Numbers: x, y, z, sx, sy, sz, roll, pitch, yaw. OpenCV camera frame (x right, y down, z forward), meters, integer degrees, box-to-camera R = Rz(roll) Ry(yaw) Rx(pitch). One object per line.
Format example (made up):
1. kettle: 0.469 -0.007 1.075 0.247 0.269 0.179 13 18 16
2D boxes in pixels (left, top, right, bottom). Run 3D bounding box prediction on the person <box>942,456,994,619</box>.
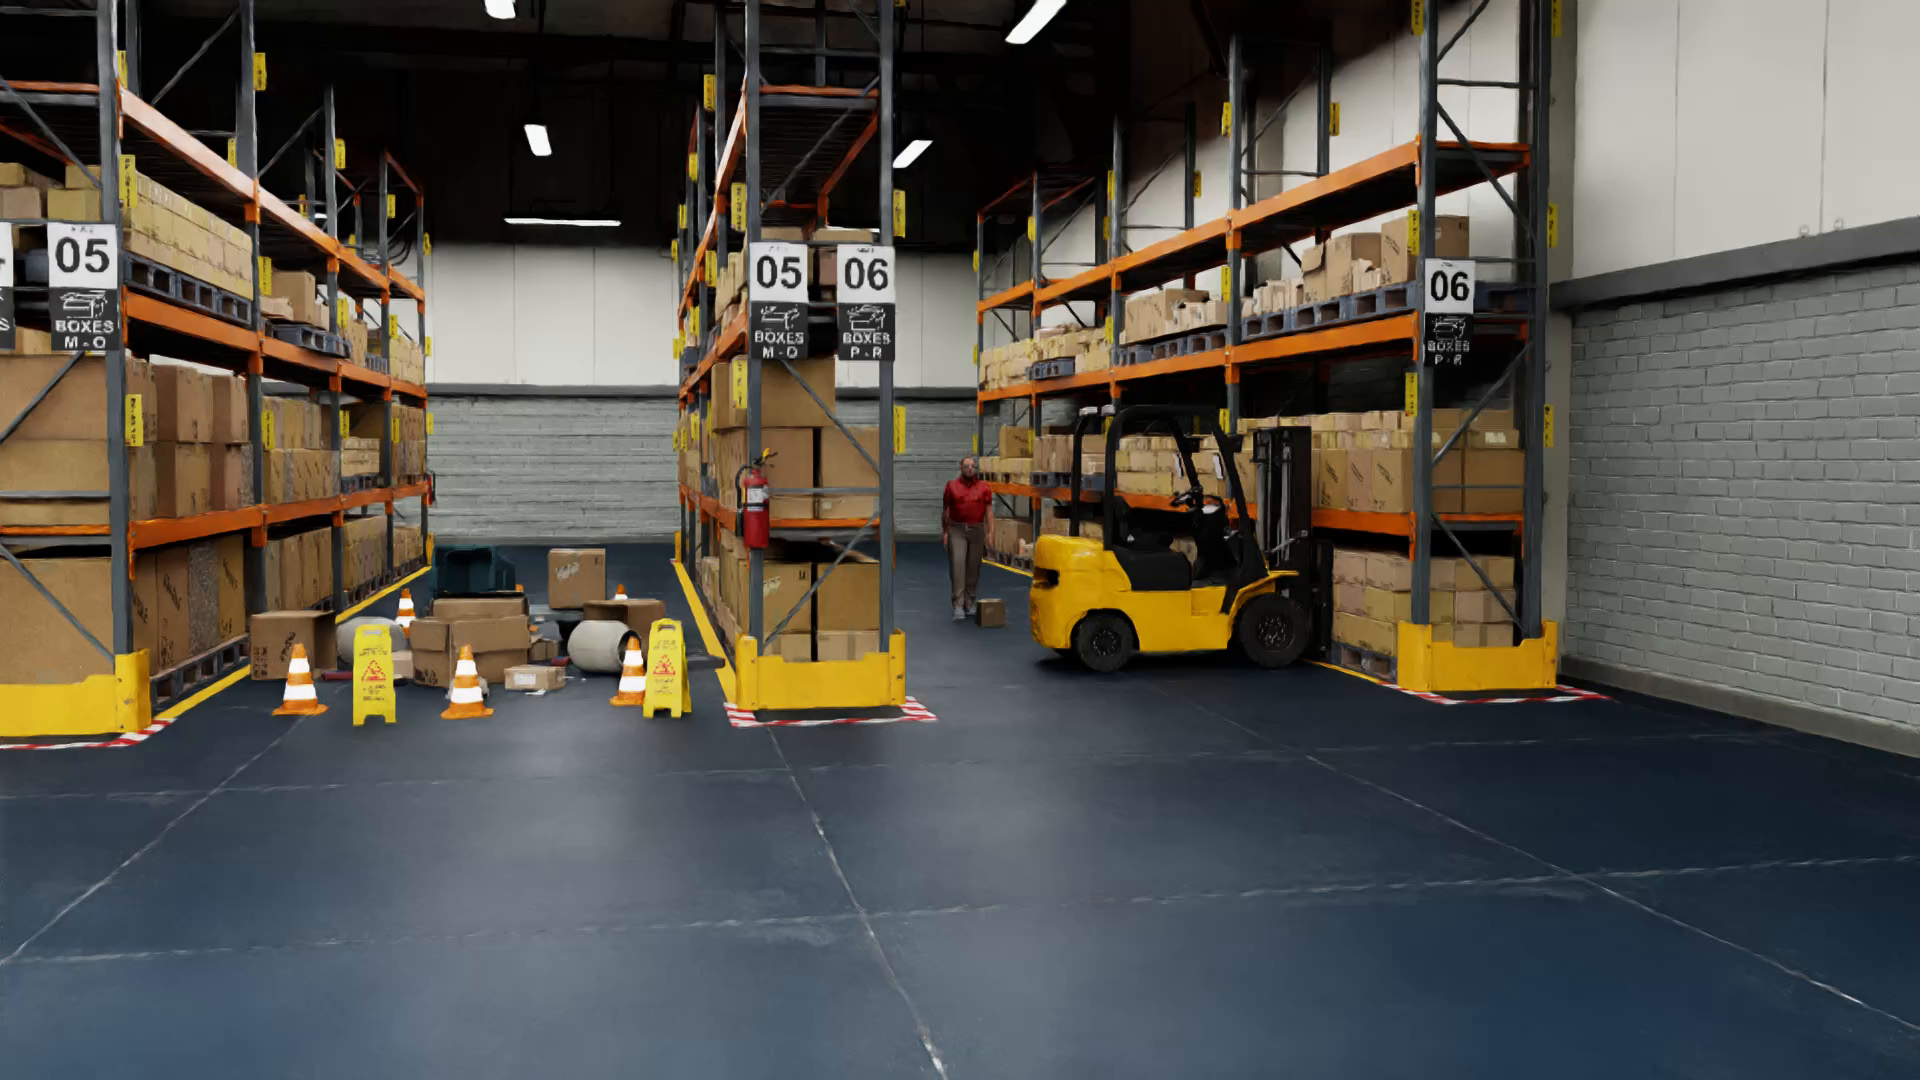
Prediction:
1. person: 0.115 -0.044 17.938 0.539 1.723 0.705 -1 3 -14
